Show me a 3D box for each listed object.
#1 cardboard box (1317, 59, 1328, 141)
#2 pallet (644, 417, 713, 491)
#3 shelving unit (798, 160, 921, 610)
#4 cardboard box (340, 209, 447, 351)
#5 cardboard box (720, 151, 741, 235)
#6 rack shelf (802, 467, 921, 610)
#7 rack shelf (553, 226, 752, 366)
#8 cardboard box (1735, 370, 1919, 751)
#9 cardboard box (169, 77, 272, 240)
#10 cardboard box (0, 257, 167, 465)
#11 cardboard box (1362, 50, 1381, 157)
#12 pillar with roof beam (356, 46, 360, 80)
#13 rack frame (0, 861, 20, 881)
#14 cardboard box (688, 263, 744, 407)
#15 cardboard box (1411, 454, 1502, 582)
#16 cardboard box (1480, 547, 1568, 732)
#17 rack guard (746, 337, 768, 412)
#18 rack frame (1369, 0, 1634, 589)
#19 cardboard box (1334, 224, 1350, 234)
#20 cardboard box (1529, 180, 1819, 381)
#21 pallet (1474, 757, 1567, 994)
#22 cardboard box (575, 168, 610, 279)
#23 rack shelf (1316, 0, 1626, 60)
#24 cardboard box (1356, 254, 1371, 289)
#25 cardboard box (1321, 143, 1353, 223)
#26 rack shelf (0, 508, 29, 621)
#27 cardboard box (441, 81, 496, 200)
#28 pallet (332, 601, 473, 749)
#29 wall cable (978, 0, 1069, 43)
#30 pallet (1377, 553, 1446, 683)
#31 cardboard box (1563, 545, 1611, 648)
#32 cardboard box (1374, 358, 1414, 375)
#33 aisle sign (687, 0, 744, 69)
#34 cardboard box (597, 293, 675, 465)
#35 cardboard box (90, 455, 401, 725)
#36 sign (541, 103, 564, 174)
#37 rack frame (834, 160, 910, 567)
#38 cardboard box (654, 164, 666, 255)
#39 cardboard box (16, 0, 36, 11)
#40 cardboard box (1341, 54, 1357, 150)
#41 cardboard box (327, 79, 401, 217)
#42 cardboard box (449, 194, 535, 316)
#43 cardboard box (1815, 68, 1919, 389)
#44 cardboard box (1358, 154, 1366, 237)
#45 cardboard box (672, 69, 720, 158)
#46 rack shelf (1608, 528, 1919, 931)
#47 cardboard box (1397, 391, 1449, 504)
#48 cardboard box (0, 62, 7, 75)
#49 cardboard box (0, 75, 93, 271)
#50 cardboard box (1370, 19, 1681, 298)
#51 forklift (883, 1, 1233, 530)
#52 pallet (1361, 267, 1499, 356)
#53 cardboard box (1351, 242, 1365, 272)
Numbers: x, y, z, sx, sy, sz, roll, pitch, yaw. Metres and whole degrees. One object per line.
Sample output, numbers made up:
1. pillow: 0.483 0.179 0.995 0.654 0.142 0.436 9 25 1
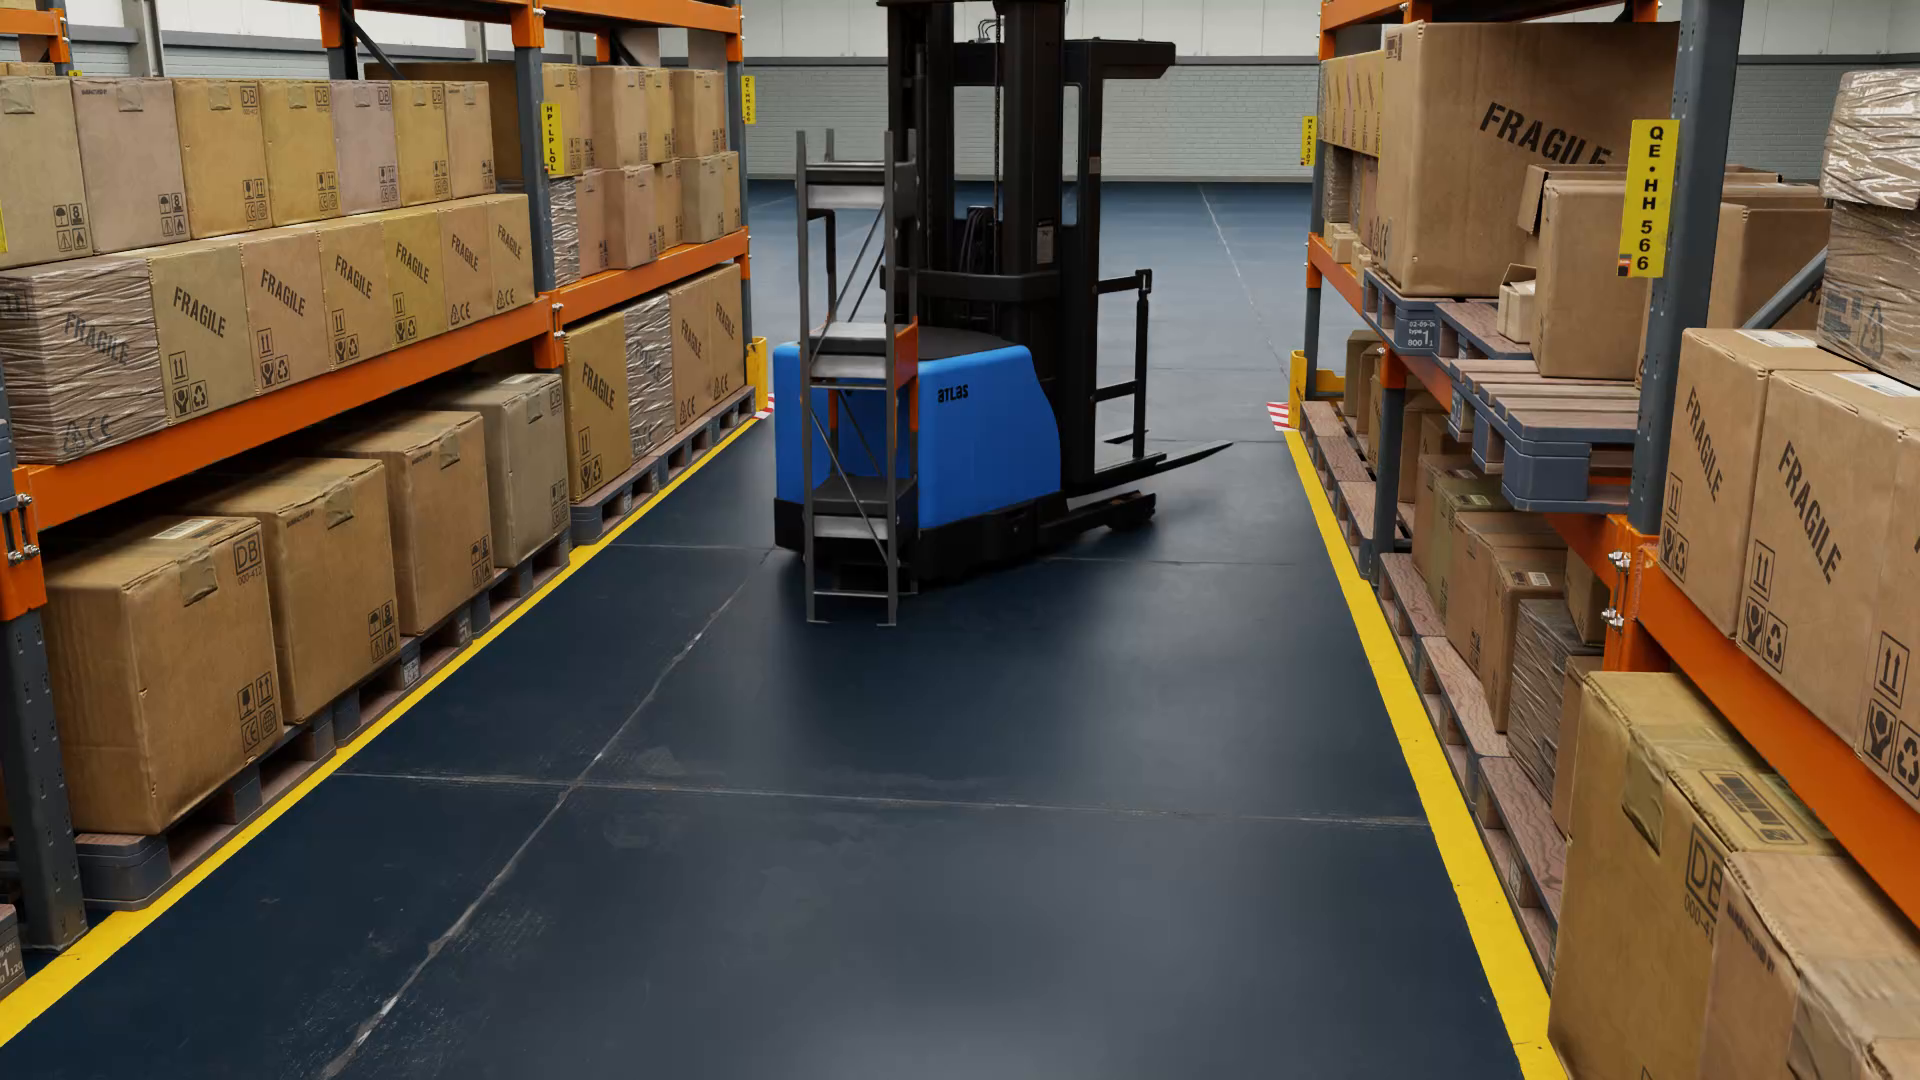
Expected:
1. cardboard box: 2.562 -2.798 10.585 0.500 0.500 0.500 2 15 6
2. pallet: -2.175 -0.559 10.324 1.003 0.211 1.213 2 15 6
3. shelving unit: -6.032 -2.473 7.754 11.805 5.066 0.494 3 15 9
4. cardboard box: -2.381 -1.036 6.554 0.500 0.500 0.500 2 15 7
5. cardboard box: -2.019 -2.405 11.522 0.875 0.550 0.550 2 15 6
6. rack shelf: -0.432 -0.015 7.421 0.431 0.518 0.480 3 15 9
7. rack shelf: -2.248 -1.564 10.078 1.077 0.370 4.000 2 15 6
8. cardboard box: 1.868 0.028 2.622 1.016 0.500 0.509 1 15 5
9. cardboard box: -2.753 -1.267 5.493 0.700 0.500 0.500 1 15 5
10. cardboard box: -2.606 -0.512 4.617 0.500 0.500 0.500 2 15 7
11. cardboard box: 2.276 -2.149 8.188 0.500 0.500 0.500 2 15 6
12. pillar with roof beam: -6.550 -9.979 28.325 9.100 9.000 0.400 2 15 6
13. rack frame: -2.921 -0.355 4.229 0.949 2.616 0.053 2 15 6
14. cardboard box: -2.033 -1.429 11.467 0.875 0.875 0.875 2 15 7
15. cardboard box: 2.353 -0.067 7.111 0.700 0.500 0.500 1 15 2
16. cardboard box: 2.155 0.346 5.584 0.700 0.500 0.500 3 15 11
17. rack guard: -2.019 -1.230 12.252 1.175 0.500 0.348 2 15 6
18. rack frame: 2.444 -1.220 7.429 1.000 3.000 0.127 2 15 6
19. cardboard box: 2.528 -1.875 10.333 0.380 0.149 0.250 2 15 6
20. cardboard box: 1.977 -0.723 4.593 0.700 0.500 0.500 4 16 15
21. pallet: 2.082 0.961 4.705 1.003 0.211 1.213 2 15 6
22. cardboard box: -2.404 -1.704 8.931 0.875 0.550 0.550 2 15 6
23. rack shelf: 2.669 -2.840 9.049 1.077 0.370 4.000 2 15 6
24. cardboard box: 2.219 -1.359 8.424 0.380 0.149 0.250 2 15 6
25. cardboard box: 2.806 -2.308 10.689 0.875 0.500 0.500 2 15 6
26. rack shelf: -3.150 0.511 2.405 1.077 0.370 4.000 2 15 6
27. cardboard box: -2.524 -1.795 7.445 0.700 0.500 0.500 1 15 5
28. pallet: -2.621 0.473 6.508 1.003 0.211 1.213 2 15 6
29. wall cable: 1.604 -15.301 41.493 2.305 6.003 0.169 2 15 6
30. pallet: 2.357 0.328 7.046 1.003 0.211 1.213 2 15 6
31. cardboard box: 2.088 0.137 4.919 0.500 0.250 0.500 3 16 13
32. cardboard box: 2.685 -0.775 9.764 0.500 0.500 0.500 3 15 11
33. aisle sign: -1.716 -3.695 11.598 0.394 0.787 0.004 2 15 6
34. cardboard box: -2.235 -0.965 9.749 0.875 0.875 0.875 2 15 7
35. cardboard box: -2.671 0.146 5.881 1.050 0.750 0.750 2 15 7
36. sign: -1.933 -1.900 7.875 0.100 0.325 0.005 2 15 6
37. rack frame: -0.390 -0.766 7.471 0.380 1.831 0.006 3 15 9
38. cardboard box: -2.266 -1.981 9.956 0.875 0.550 0.500 2 15 6
39. cardboard box: -6.714 -3.776 11.613 0.380 0.149 0.250 2 15 7
40. cardboard box: 2.393 -2.409 9.146 0.500 0.500 0.500 2 15 6
41. cardboard box: -2.637 -1.530 6.467 0.700 0.500 0.500 2 15 7
42. cardboard box: -2.267 -1.298 7.523 0.500 0.500 0.500 2 15 6
43. cardboard box: 1.894 -0.526 2.748 0.797 0.503 0.637 2 15 8
44. cardboard box: 2.681 -1.798 9.090 0.875 0.649 0.860 2 15 6
45. cardboard box: -2.073 -2.783 10.853 0.875 0.550 0.550 2 15 6
46. rack shelf: 1.766 0.683 1.768 1.077 0.370 4.000 2 15 6
47. cardboard box: 2.816 -1.637 9.621 1.144 2.239 2.984 7 17 24
48. cardboard box: -6.857 -2.954 11.164 0.700 0.500 0.500 2 15 7
49. cardboard box: -2.864 -1.002 4.515 0.700 0.500 0.500 2 15 6
50. cardboard box: 2.215 -1.511 6.549 1.000 1.000 1.000 2 15 7
51. forklift: 0.413 -1.540 8.743 1.121 2.935 3.031 12 20 39
52. pallet: 2.213 -0.934 6.736 1.003 0.211 1.213 2 15 6
53. cardboard box: 2.360 -1.552 9.137 0.380 0.149 0.250 2 15 6
